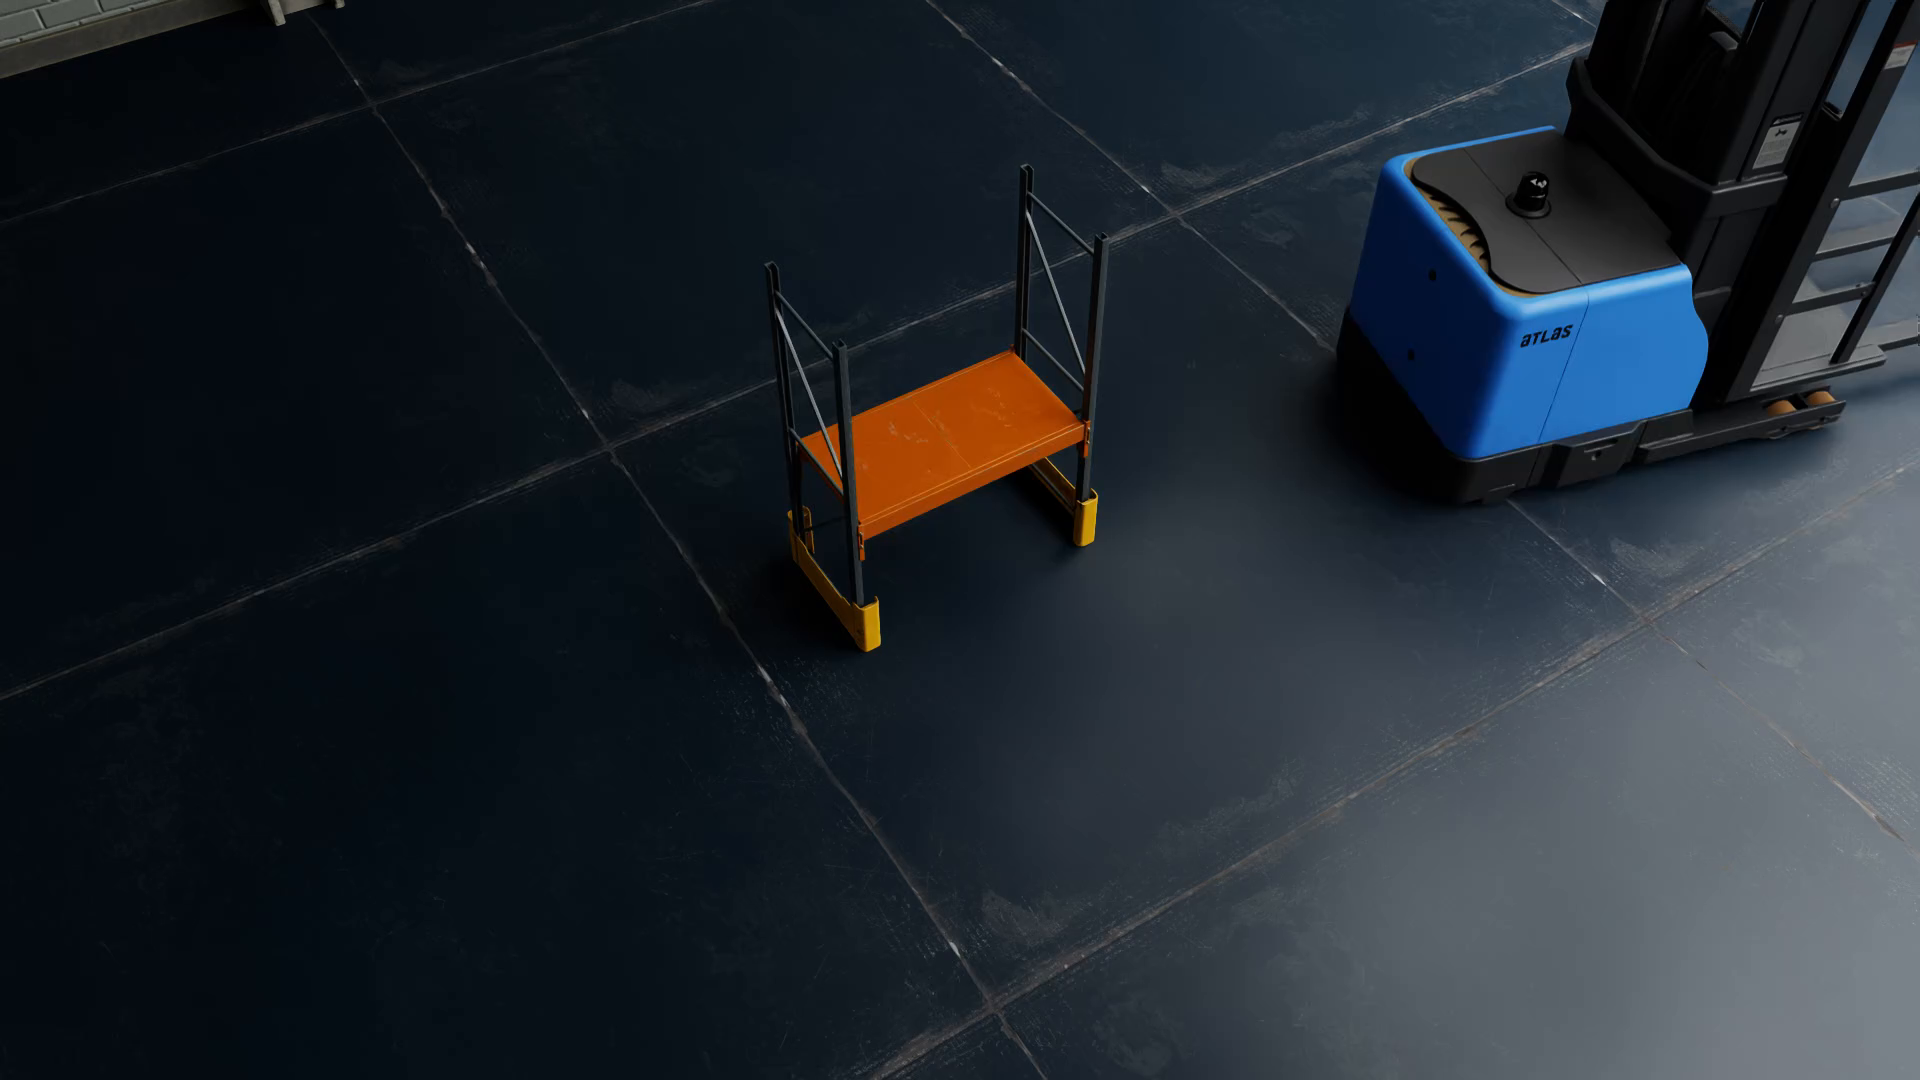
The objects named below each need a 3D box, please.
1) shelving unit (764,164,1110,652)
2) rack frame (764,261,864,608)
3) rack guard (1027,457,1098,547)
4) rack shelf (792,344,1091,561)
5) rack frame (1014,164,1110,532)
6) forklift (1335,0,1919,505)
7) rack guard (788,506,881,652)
[{"bbox_3d":[-0.064,-0.468,6.108,1.083,1.500,0.587,-25,53,-21],"label":"shelving unit"},{"bbox_3d":[-0.502,-0.262,5.925,0.032,1.500,0.500,-25,53,-21],"label":"rack frame"},{"bbox_3d":[0.357,-0.251,6.752,0.087,0.250,0.587,-25,53,-21],"label":"rack guard"},{"bbox_3d":[-0.072,-0.345,6.239,1.000,0.185,0.538,-25,53,-21],"label":"rack shelf"},{"bbox_3d":[0.358,-0.667,6.285,0.032,1.500,0.500,-25,53,-21],"label":"rack frame"},{"bbox_3d":[3.227,-1.767,6.307,3.031,2.935,1.130,-13,50,-12],"label":"forklift"},{"bbox_3d":[-0.486,0.146,6.398,0.087,0.250,0.587,-25,53,-21],"label":"rack guard"}]
